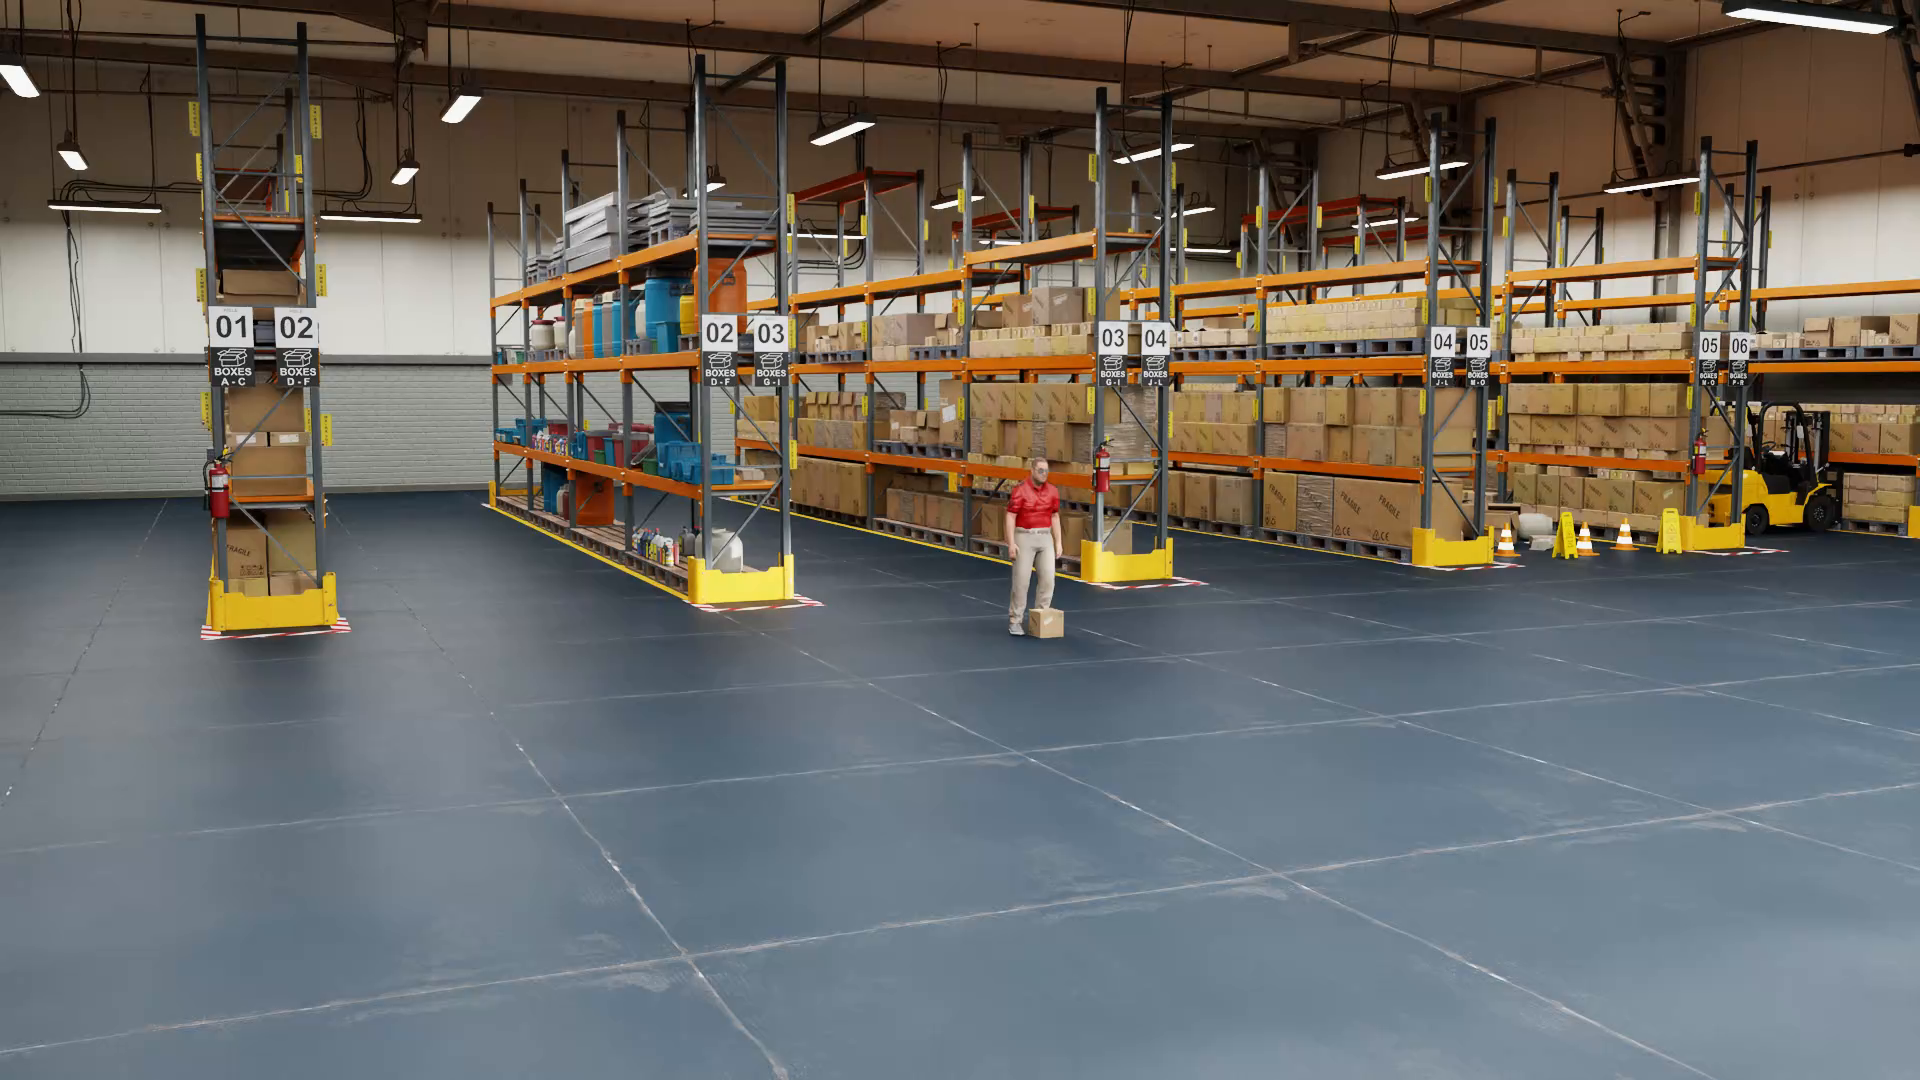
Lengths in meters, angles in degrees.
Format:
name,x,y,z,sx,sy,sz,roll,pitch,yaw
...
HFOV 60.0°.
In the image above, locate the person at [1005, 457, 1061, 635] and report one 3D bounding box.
name,x,y,z,sx,sy,sz,roll,pitch,yaw
person,0.722,0.049,16.306,0.585,1.726,0.396,-2,6,-24
